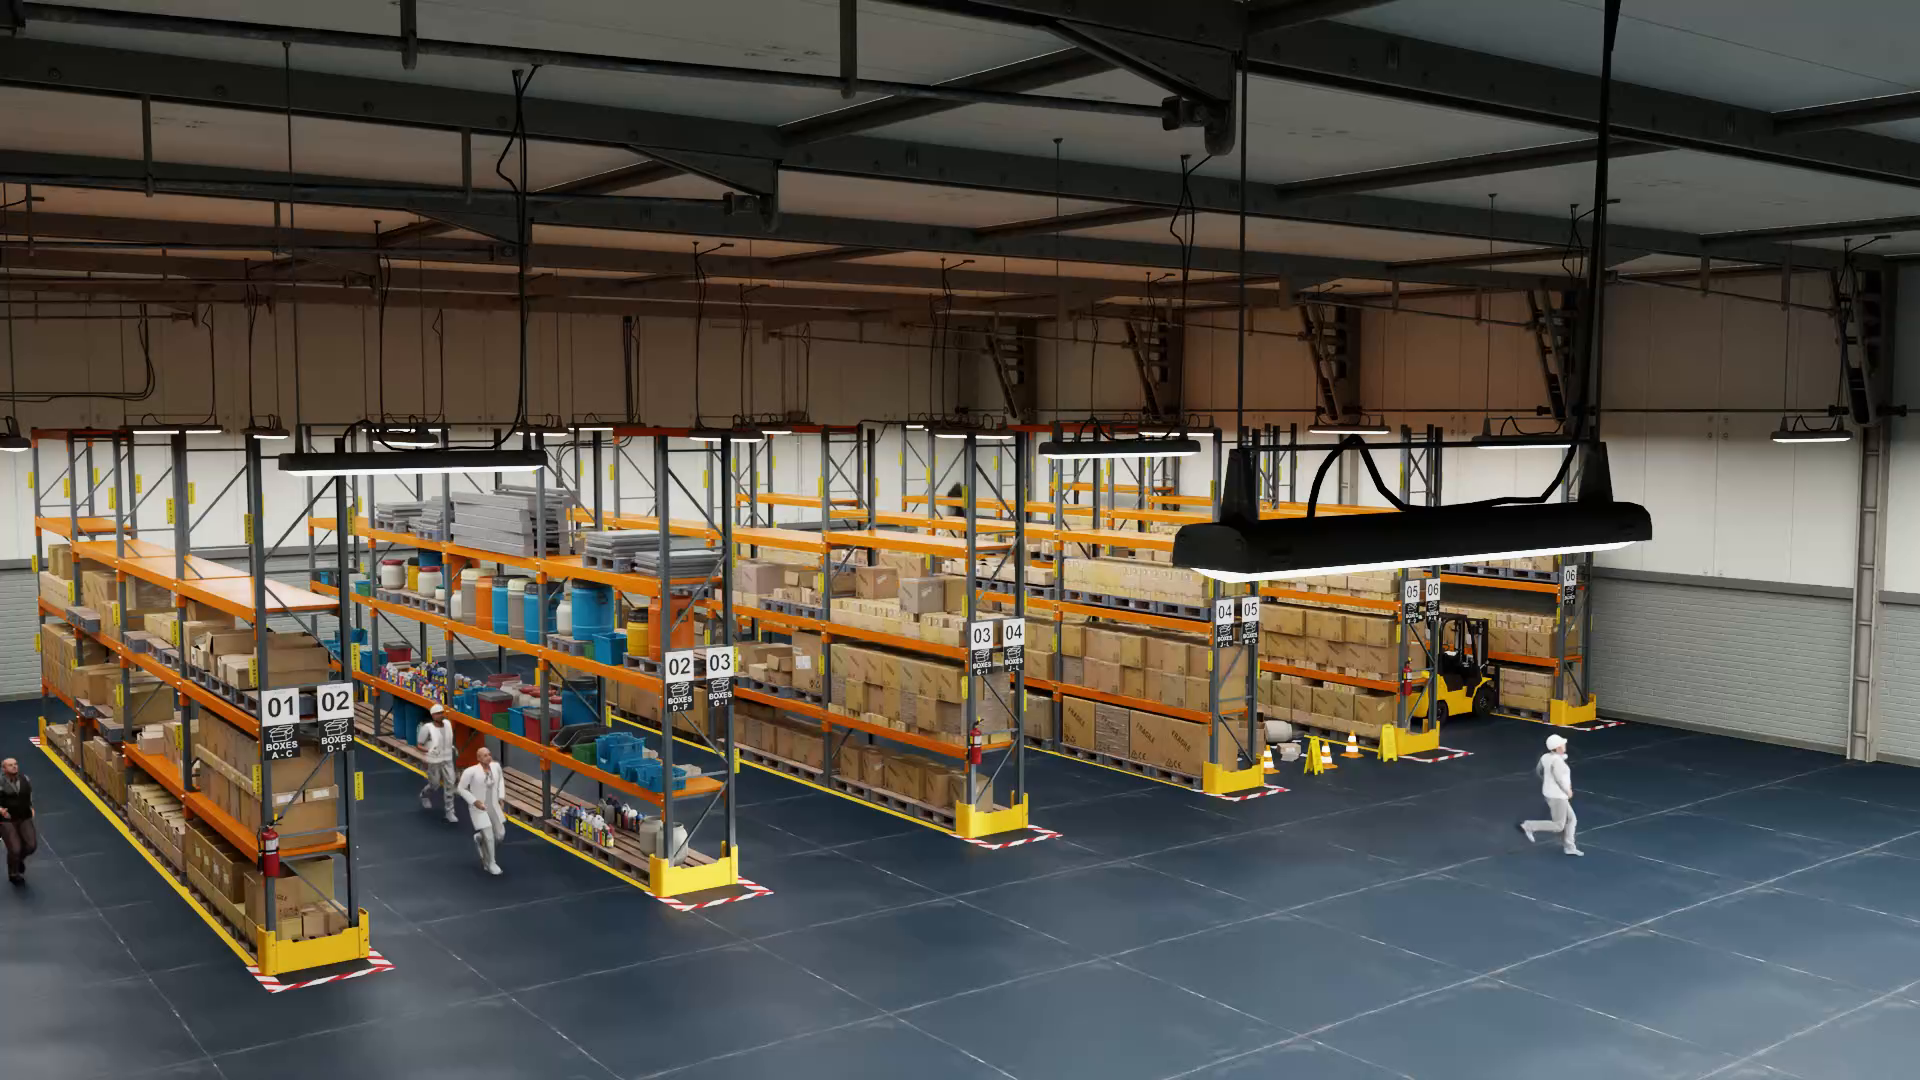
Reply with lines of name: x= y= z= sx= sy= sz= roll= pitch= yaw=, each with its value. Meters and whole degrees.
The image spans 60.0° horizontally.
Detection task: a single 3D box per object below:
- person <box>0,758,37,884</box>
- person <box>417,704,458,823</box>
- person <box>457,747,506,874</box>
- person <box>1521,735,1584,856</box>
person: x=-12.640 y=3.746 z=22.232 sx=0.604 sy=1.672 sz=0.652 roll=3 pitch=6 yaw=38
person: x=-8.056 y=3.424 z=25.691 sx=0.683 sy=1.788 sz=0.968 roll=-4 pitch=6 yaw=-44
person: x=-6.539 y=3.684 z=22.770 sx=0.627 sy=1.737 sz=0.729 roll=4 pitch=6 yaw=44
person: x=8.430 y=3.634 z=23.616 sx=0.926 sy=1.750 sz=0.649 roll=0 pitch=4 yaw=5
